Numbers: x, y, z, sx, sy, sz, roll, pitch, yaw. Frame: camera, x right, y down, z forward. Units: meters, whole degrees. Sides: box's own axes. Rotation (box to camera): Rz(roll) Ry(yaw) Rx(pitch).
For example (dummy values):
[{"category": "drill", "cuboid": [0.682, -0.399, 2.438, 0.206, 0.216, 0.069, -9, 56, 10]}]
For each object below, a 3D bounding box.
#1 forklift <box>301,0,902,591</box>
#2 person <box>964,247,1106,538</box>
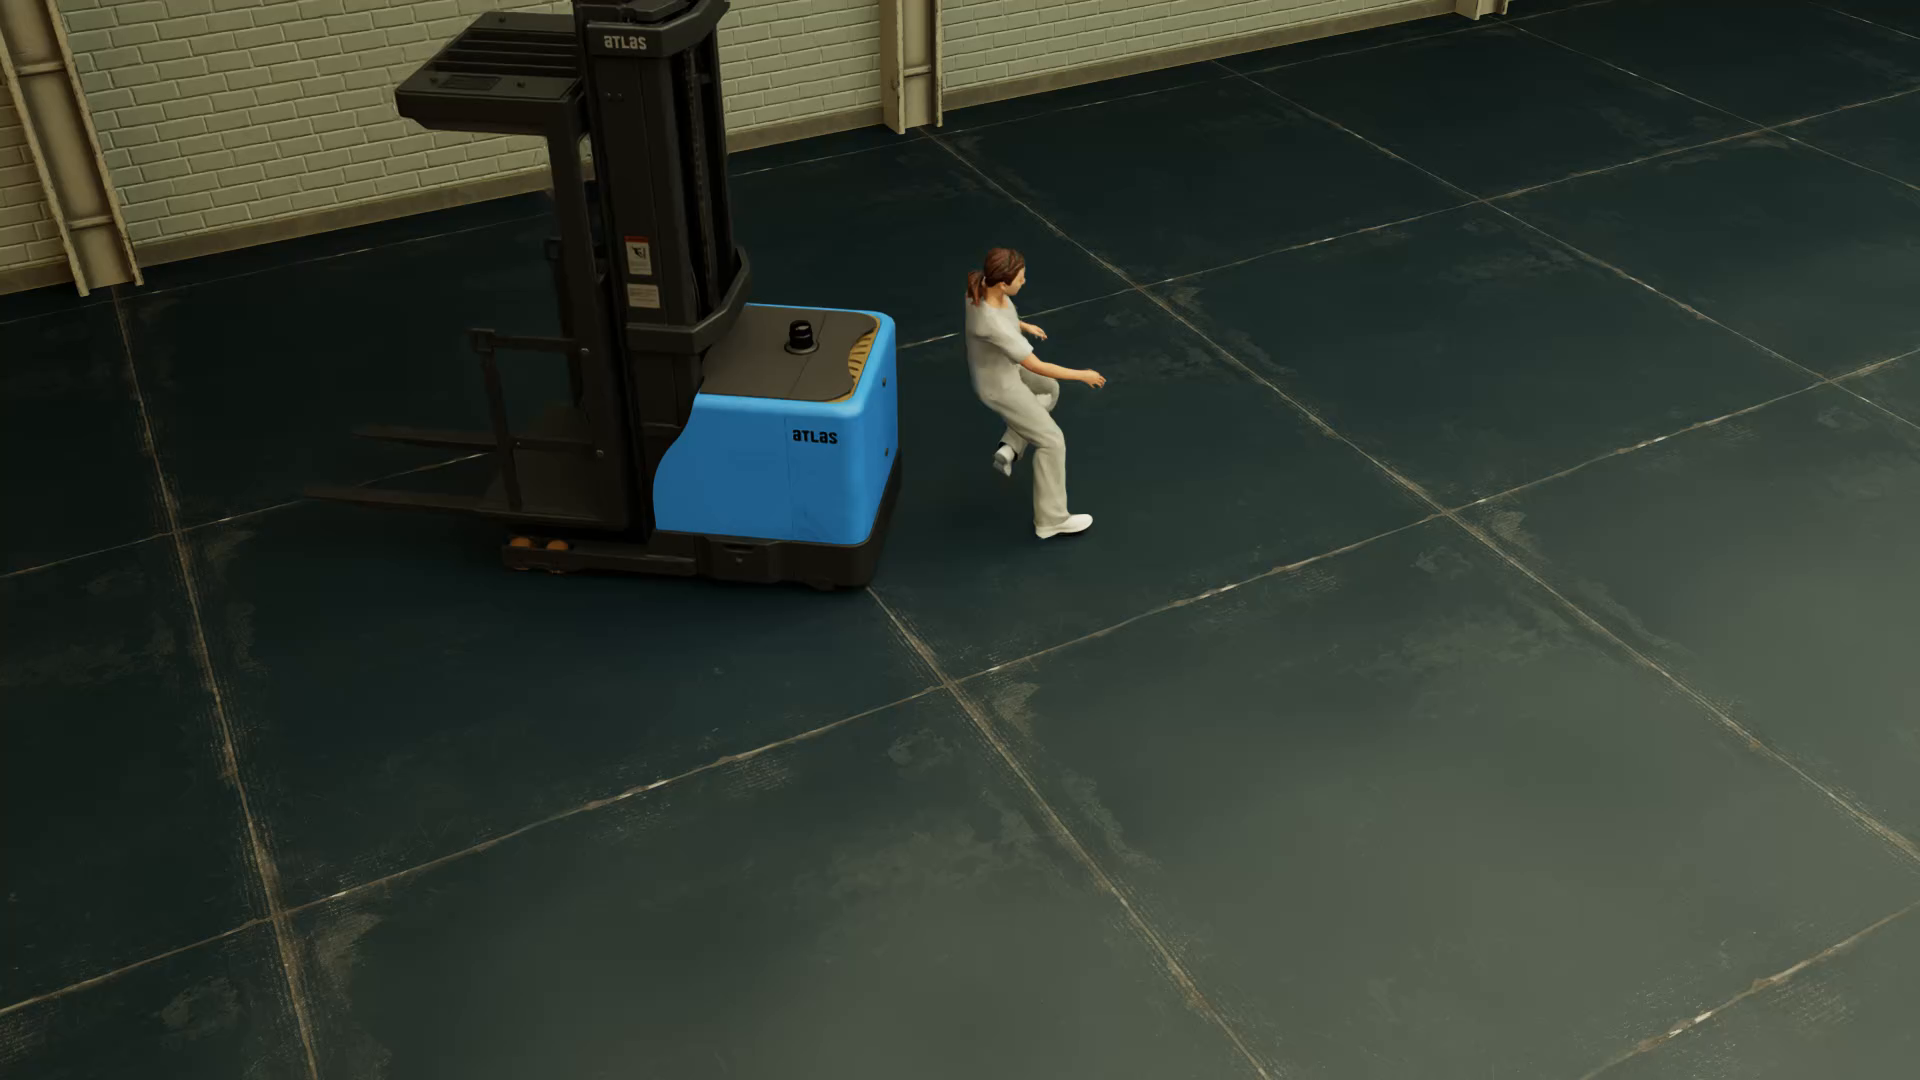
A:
[{"category": "forklift", "cuboid": [-1.874, -1.323, 7.995, 3.031, 2.935, 1.130, 5, 36, 7]}, {"category": "person", "cuboid": [0.363, -0.825, 8.527, 0.713, 1.501, 0.756, -4, 36, -6]}]
